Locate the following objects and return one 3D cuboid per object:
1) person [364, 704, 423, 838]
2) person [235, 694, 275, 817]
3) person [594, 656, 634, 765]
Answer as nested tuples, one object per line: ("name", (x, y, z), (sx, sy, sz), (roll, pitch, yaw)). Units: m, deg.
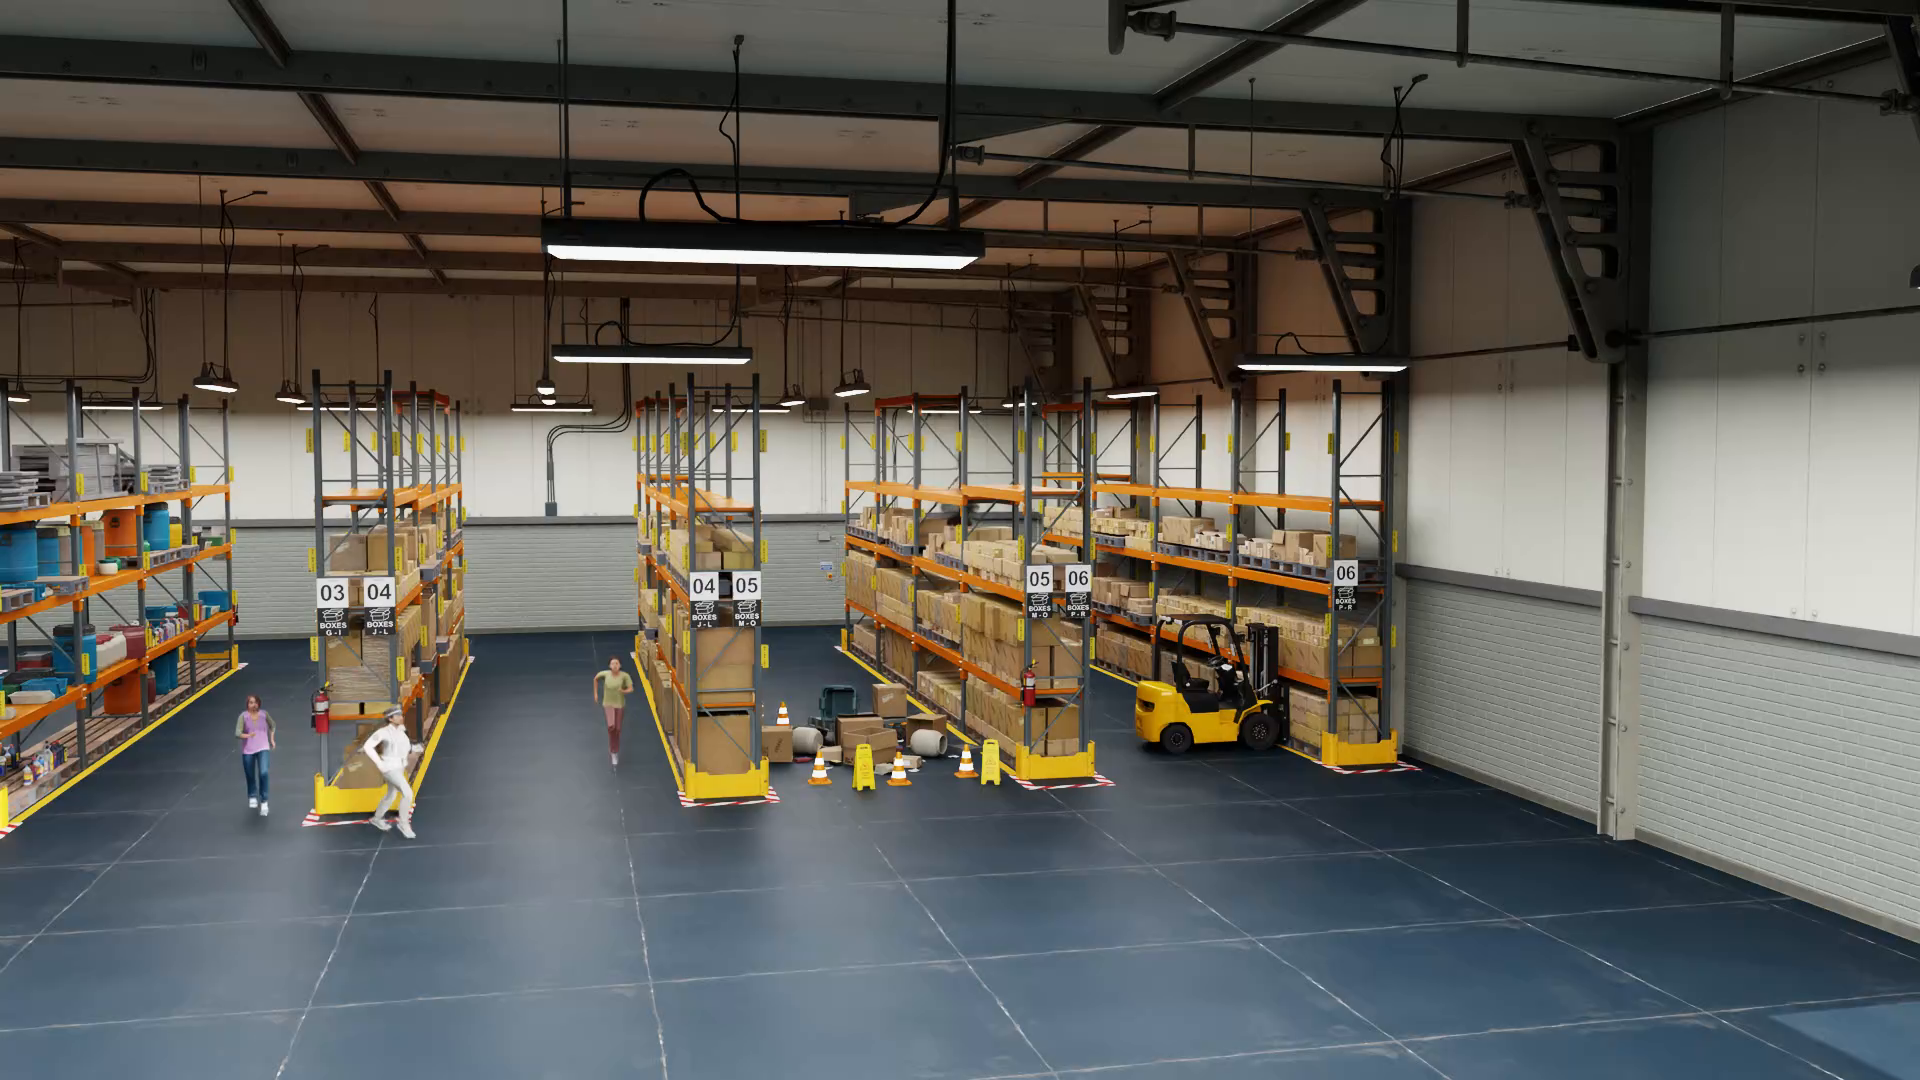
("person", (-7.238, 2.945, 21.178), (0.807, 1.725, 0.631), (1, 3, 12))
("person", (-9.533, 2.896, 22.513), (0.507, 1.635, 0.704), (-1, 4, -22))
("person", (-5.458, 2.660, 26.244), (0.599, 1.693, 0.817), (-1, 3, -15))
